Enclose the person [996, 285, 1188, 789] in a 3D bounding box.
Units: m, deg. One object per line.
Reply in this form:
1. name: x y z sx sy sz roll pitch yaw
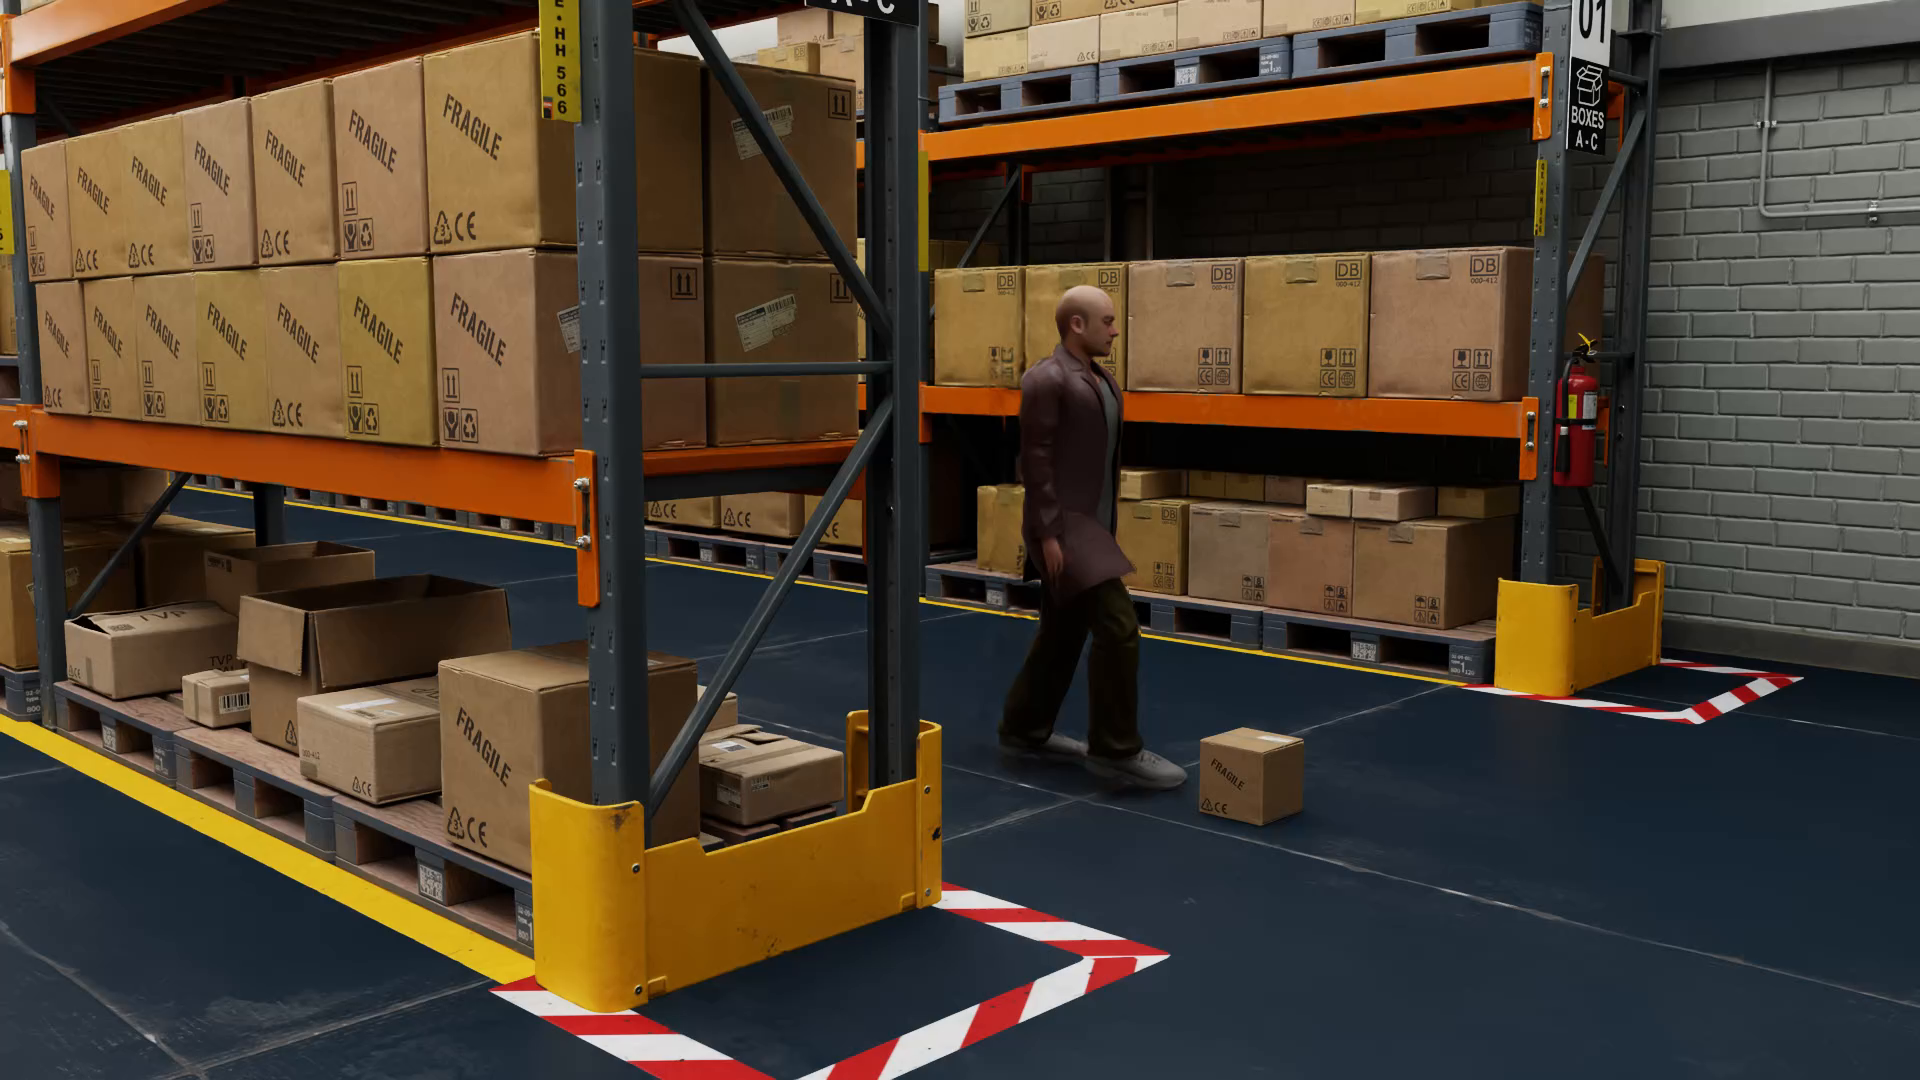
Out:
1. person: 0.459 -0.027 5.940 0.817 1.745 0.601 4 8 28
